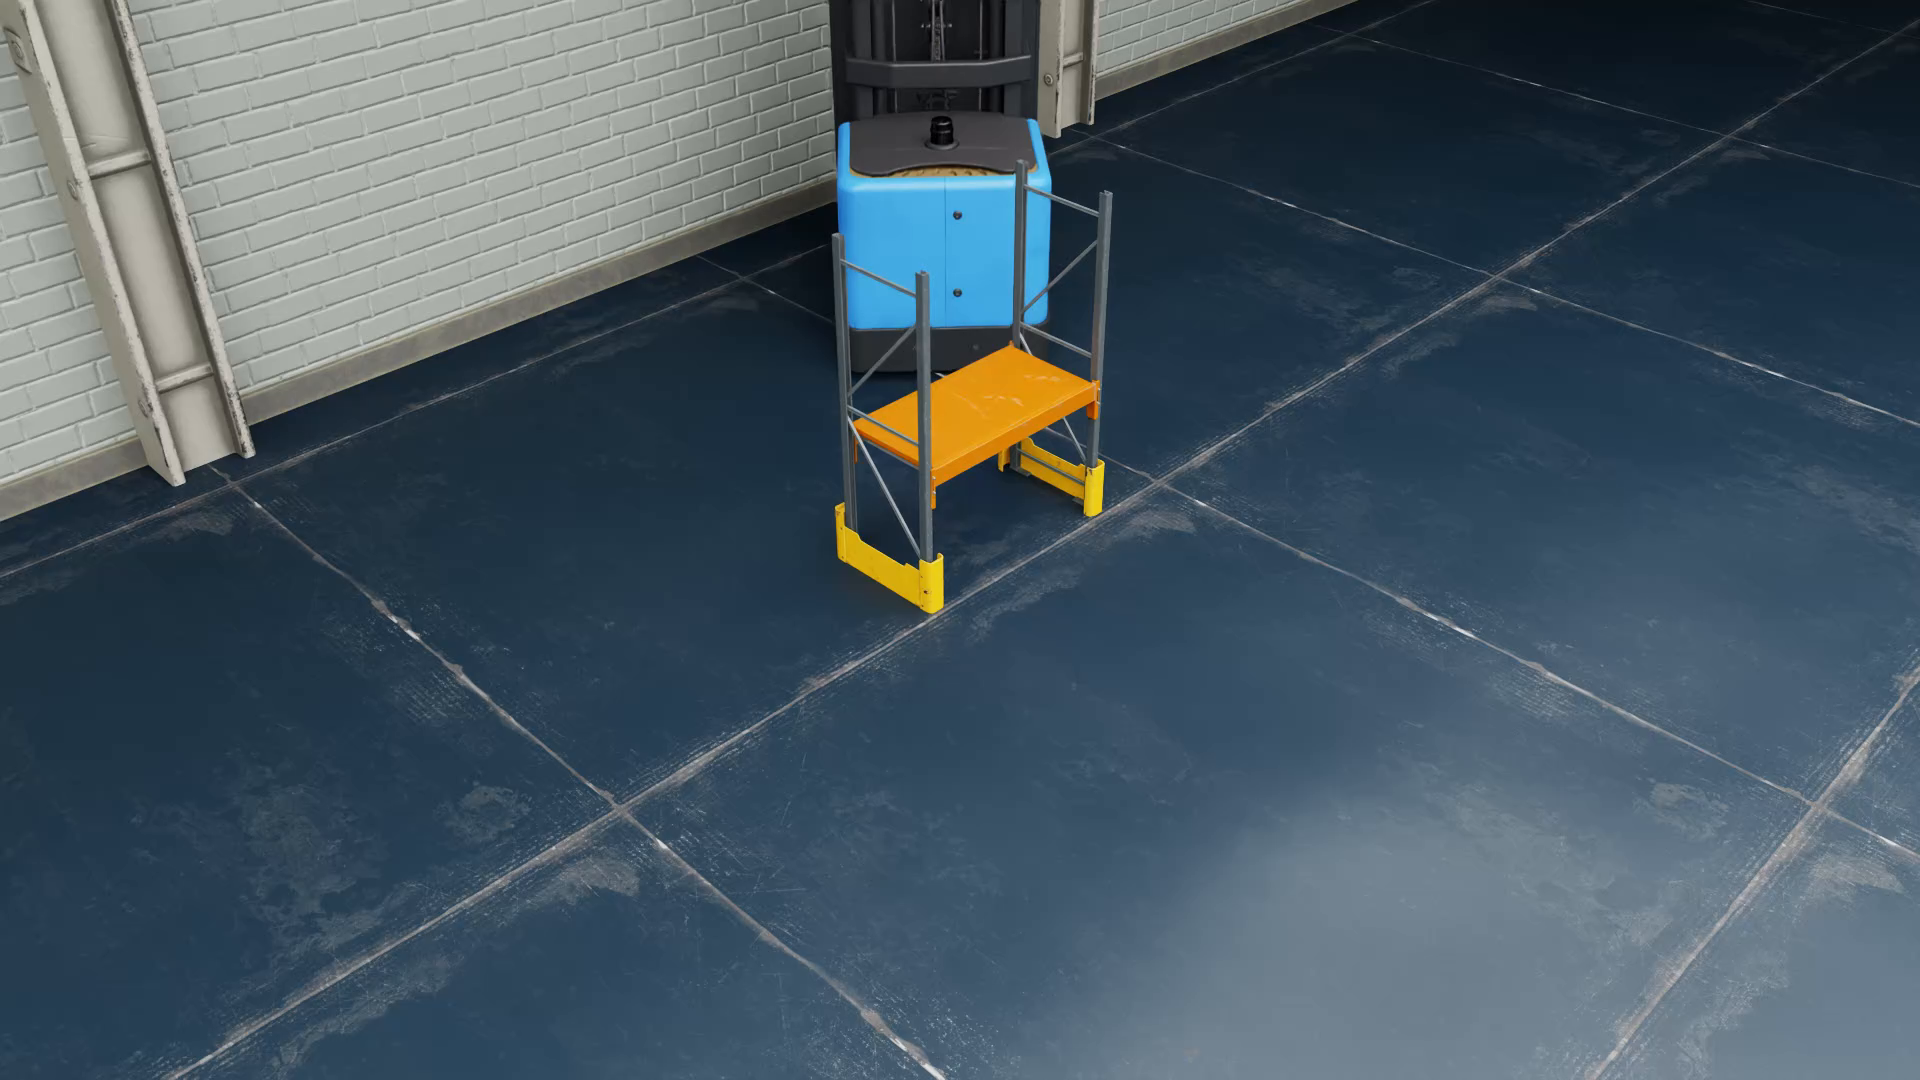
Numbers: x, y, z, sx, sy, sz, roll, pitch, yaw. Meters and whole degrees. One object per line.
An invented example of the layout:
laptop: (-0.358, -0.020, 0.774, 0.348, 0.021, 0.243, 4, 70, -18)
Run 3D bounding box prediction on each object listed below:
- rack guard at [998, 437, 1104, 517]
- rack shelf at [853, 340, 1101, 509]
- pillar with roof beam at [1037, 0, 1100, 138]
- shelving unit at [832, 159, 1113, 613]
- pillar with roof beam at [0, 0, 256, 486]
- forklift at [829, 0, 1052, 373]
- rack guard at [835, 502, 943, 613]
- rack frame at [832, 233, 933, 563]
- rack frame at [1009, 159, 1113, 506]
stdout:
rack guard: (0.405, -0.336, 7.513, 0.587, 0.250, 0.087, 30, 45, 35)
rack shelf: (0.060, -0.502, 6.974, 0.538, 0.185, 1.000, 30, 45, 35)
pillar with roof beam: (3.723, -4.777, 6.233, 9.100, 9.000, 0.400, 30, 45, 35)
shelving unit: (0.054, -0.646, 6.865, 0.587, 1.500, 1.083, 30, 45, 35)
pillar with roof beam: (-0.505, -2.341, 2.740, 9.100, 9.000, 0.400, 30, 45, 35)
forklift: (-0.143, -2.857, 8.785, 1.130, 2.935, 3.031, -2, 35, -2)
rack guard: (-0.297, 0.069, 6.933, 0.587, 0.250, 0.087, 30, 45, 35)
rack frame: (-0.298, -0.443, 6.575, 0.500, 1.500, 0.032, 30, 45, 35)
rack frame: (0.418, -0.856, 7.167, 0.500, 1.500, 0.032, 30, 45, 35)
